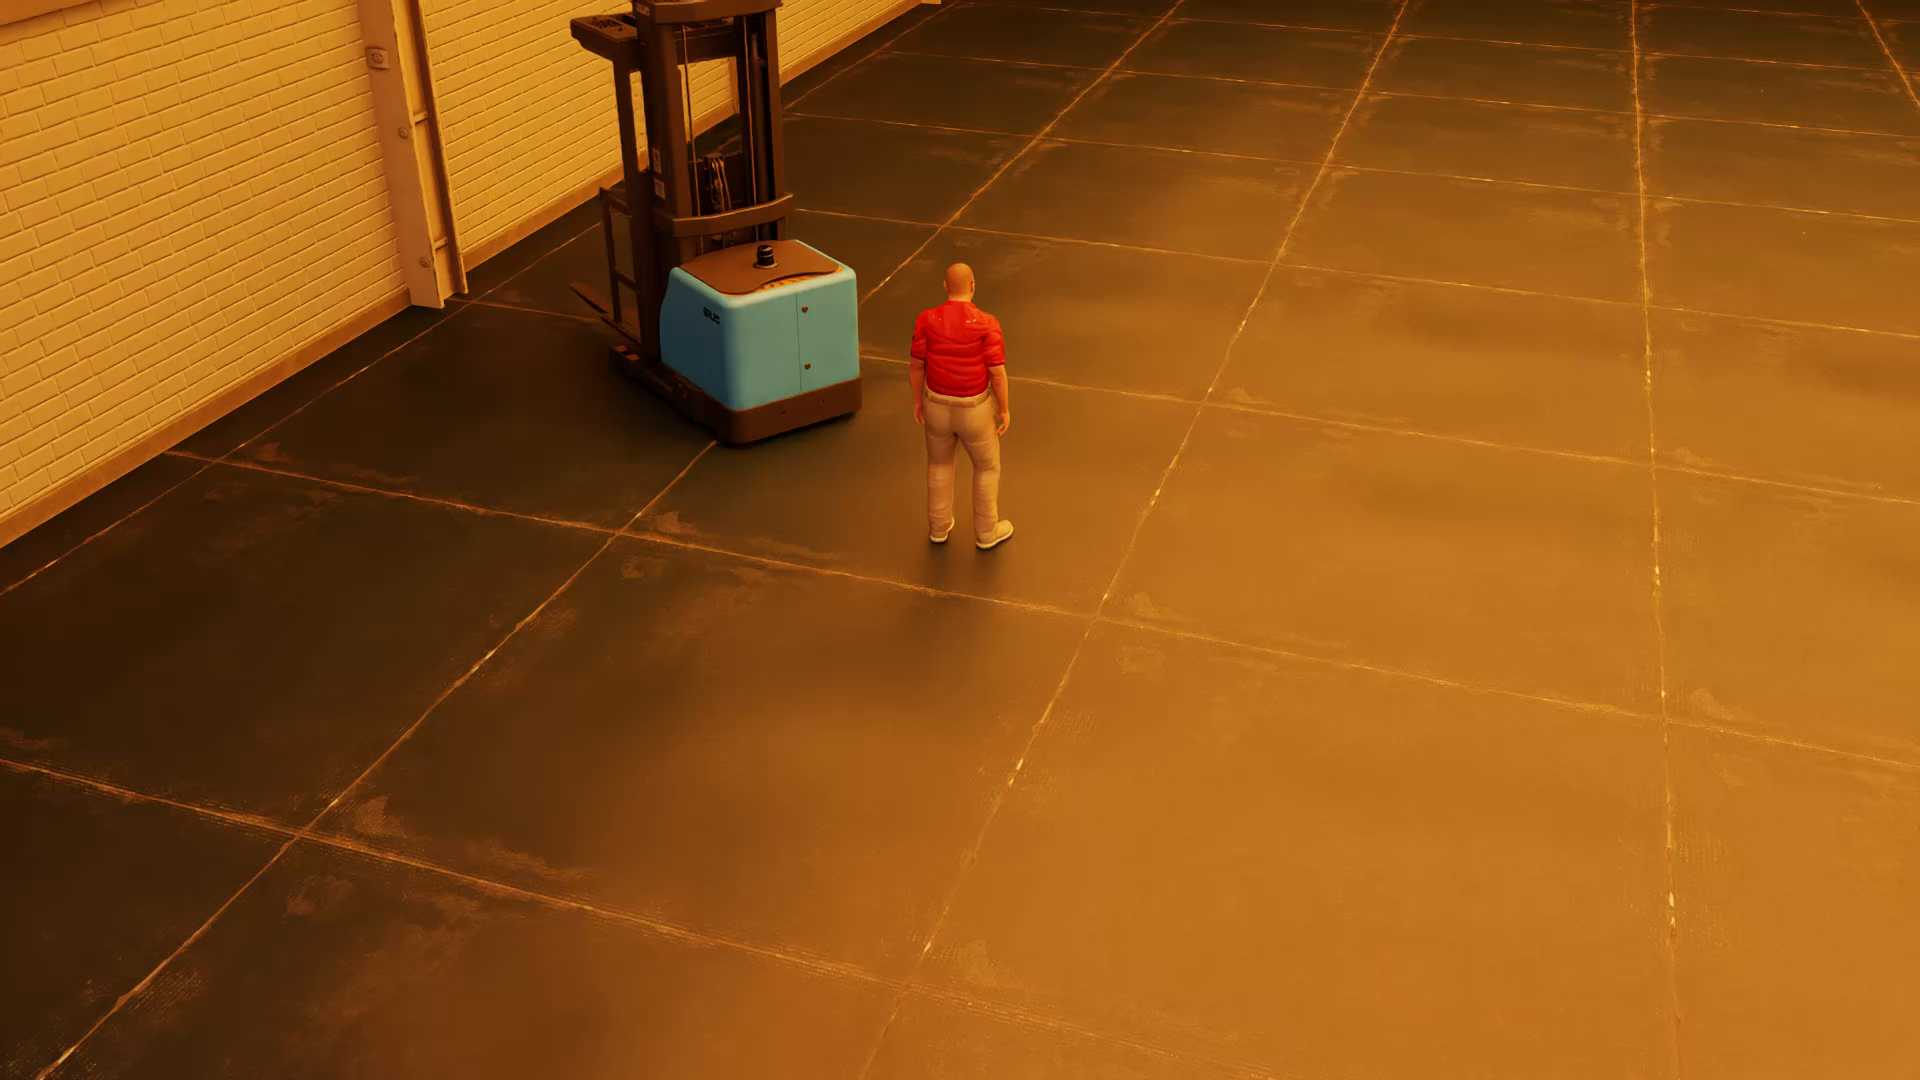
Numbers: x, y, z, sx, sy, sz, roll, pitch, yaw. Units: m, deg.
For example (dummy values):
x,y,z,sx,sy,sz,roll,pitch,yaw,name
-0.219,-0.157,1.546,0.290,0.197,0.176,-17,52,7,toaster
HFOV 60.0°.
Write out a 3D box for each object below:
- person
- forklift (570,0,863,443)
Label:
x,y,z,sx,sy,sz,roll,pitch,yaw,name
0.004,-0.769,9.701,0.587,1.726,0.396,9,31,15,person
-1.944,-2.594,11.687,1.130,2.935,3.031,-20,35,-30,forklift
